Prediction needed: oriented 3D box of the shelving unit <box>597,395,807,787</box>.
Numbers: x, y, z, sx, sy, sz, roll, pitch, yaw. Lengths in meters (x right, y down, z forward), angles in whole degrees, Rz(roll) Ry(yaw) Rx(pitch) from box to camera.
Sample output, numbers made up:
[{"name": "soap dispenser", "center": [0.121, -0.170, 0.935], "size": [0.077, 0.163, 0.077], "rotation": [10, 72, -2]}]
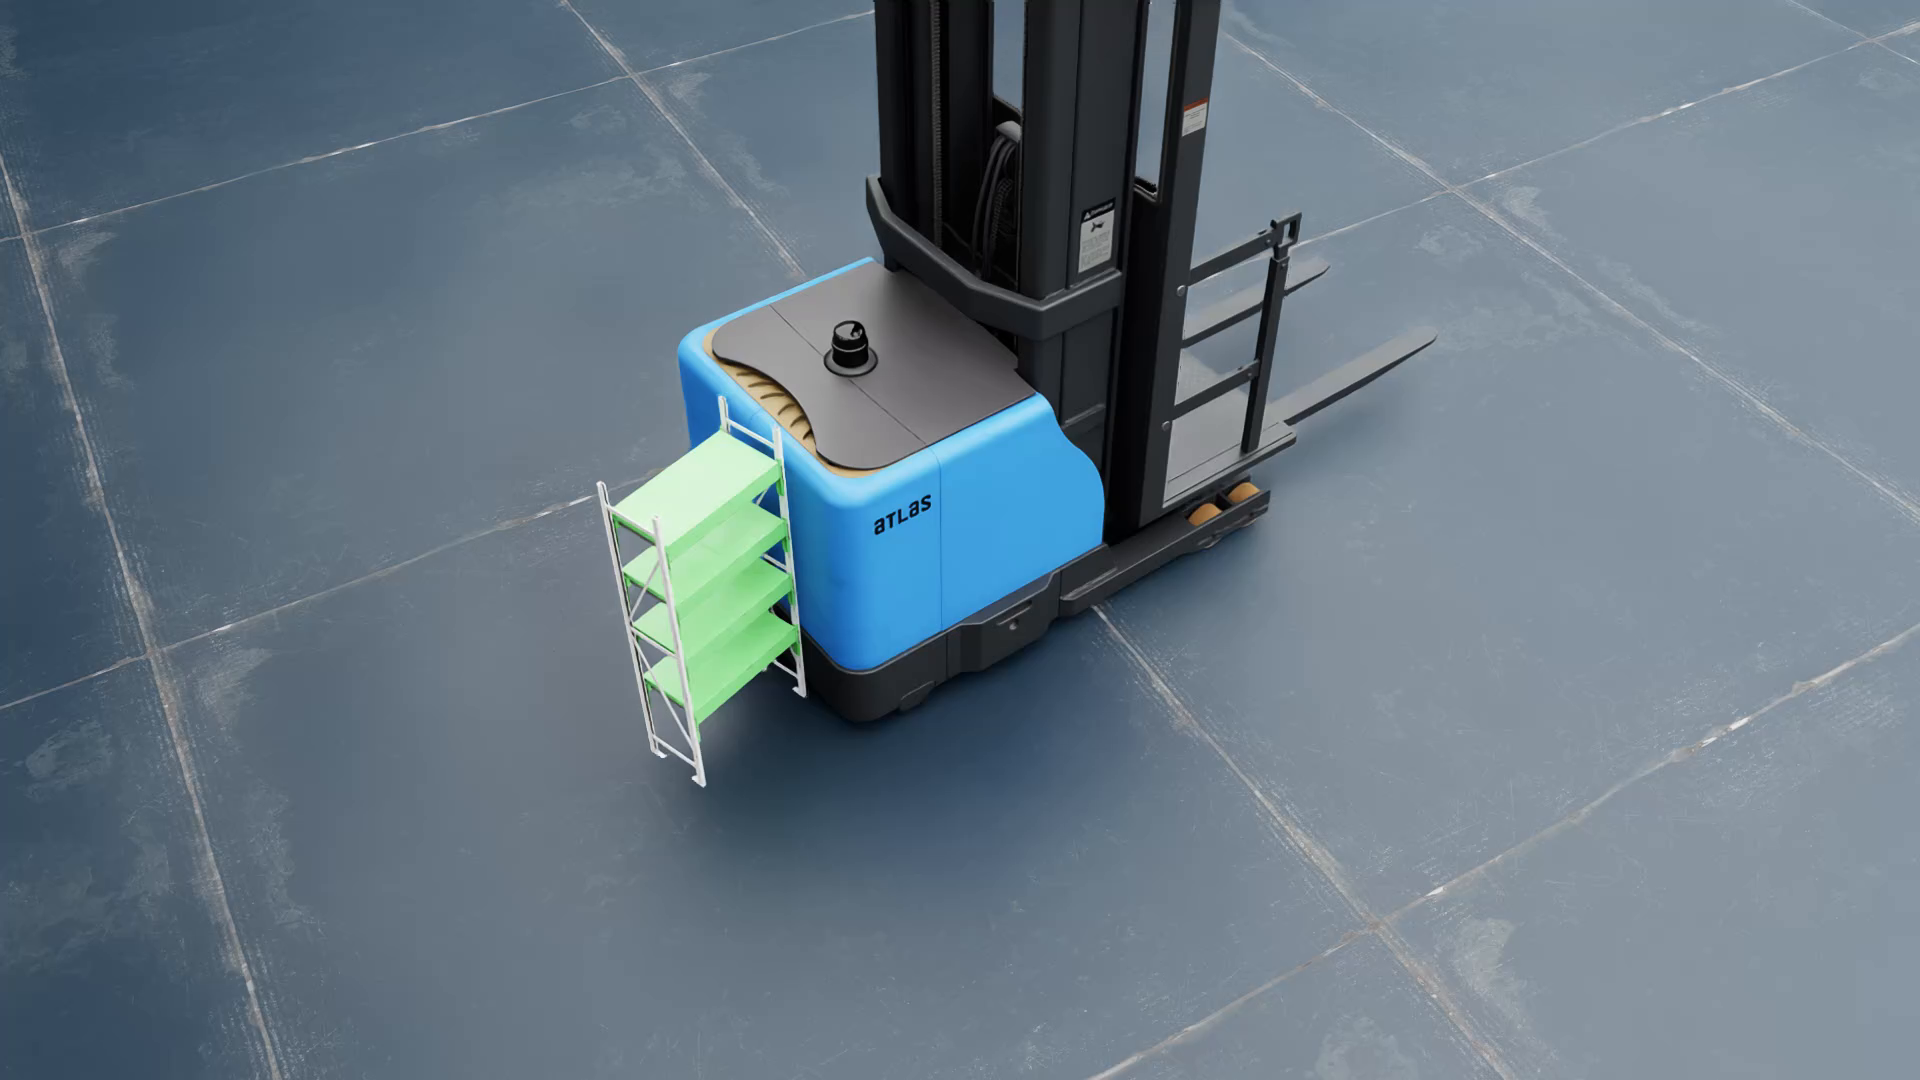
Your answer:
[{"name": "shelving unit", "center": [-0.776, 0.187, 5.196], "size": [0.258, 1.200, 0.503], "rotation": [29, 51, 26]}]

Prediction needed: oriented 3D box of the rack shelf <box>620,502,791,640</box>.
[{"name": "rack shelf", "center": [-0.776, 0.061, 5.073], "size": [0.258, 0.148, 0.480], "rotation": [29, 51, 26]}]

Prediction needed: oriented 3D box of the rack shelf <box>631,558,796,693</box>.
[{"name": "rack shelf", "center": [-0.776, 0.233, 5.240], "size": [0.258, 0.148, 0.480], "rotation": [29, 51, 26]}]

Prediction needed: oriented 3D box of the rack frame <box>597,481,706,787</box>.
[{"name": "rack frame", "center": [-0.927, 0.320, 5.059], "size": [0.240, 1.200, 0.015], "rotation": [29, 51, 26]}]

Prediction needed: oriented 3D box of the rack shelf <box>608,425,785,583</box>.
[{"name": "rack shelf", "center": [-0.776, -0.112, 4.906], "size": [0.258, 0.148, 0.480], "rotation": [29, 51, 26]}]

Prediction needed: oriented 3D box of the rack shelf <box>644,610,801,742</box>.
[{"name": "rack shelf", "center": [-0.776, 0.405, 5.408], "size": [0.258, 0.148, 0.480], "rotation": [29, 51, 26]}]

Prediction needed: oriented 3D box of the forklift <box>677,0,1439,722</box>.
[{"name": "forklift", "center": [0.549, -1.291, 5.475], "size": [3.031, 2.935, 1.130], "rotation": [-28, 51, -26]}]

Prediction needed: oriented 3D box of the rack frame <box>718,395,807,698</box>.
[{"name": "rack frame", "center": [-0.624, 0.054, 5.333], "size": [0.240, 1.200, 0.015], "rotation": [29, 51, 26]}]
